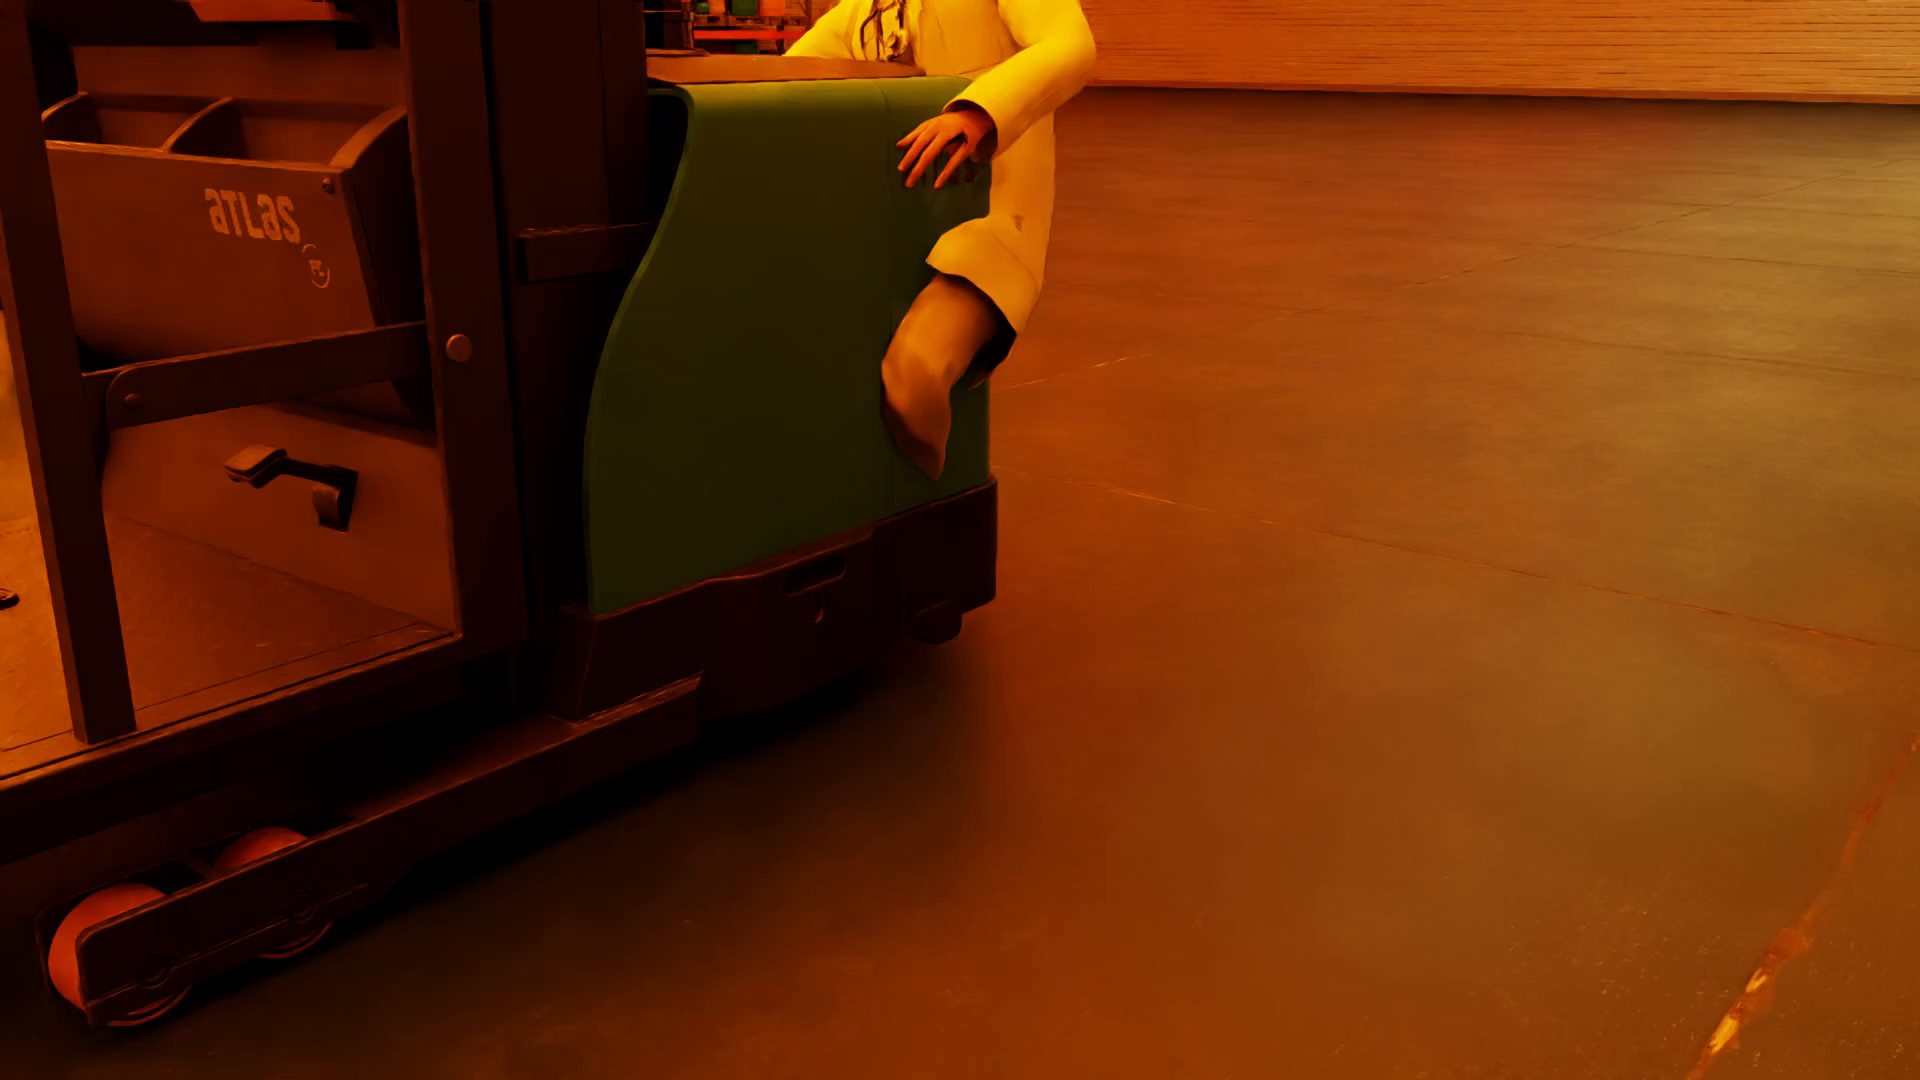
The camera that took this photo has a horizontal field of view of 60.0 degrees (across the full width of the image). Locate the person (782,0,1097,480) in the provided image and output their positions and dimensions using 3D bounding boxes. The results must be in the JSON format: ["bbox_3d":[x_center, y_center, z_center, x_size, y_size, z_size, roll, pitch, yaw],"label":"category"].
[{"bbox_3d":[-0.220,-0.596,3.172,0.802,1.543,0.899,-15,23,-41],"label":"person"}]

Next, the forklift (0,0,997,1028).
[{"bbox_3d":[-1.228,-0.978,2.117,1.130,2.935,3.031,13,21,36],"label":"forklift"}]
